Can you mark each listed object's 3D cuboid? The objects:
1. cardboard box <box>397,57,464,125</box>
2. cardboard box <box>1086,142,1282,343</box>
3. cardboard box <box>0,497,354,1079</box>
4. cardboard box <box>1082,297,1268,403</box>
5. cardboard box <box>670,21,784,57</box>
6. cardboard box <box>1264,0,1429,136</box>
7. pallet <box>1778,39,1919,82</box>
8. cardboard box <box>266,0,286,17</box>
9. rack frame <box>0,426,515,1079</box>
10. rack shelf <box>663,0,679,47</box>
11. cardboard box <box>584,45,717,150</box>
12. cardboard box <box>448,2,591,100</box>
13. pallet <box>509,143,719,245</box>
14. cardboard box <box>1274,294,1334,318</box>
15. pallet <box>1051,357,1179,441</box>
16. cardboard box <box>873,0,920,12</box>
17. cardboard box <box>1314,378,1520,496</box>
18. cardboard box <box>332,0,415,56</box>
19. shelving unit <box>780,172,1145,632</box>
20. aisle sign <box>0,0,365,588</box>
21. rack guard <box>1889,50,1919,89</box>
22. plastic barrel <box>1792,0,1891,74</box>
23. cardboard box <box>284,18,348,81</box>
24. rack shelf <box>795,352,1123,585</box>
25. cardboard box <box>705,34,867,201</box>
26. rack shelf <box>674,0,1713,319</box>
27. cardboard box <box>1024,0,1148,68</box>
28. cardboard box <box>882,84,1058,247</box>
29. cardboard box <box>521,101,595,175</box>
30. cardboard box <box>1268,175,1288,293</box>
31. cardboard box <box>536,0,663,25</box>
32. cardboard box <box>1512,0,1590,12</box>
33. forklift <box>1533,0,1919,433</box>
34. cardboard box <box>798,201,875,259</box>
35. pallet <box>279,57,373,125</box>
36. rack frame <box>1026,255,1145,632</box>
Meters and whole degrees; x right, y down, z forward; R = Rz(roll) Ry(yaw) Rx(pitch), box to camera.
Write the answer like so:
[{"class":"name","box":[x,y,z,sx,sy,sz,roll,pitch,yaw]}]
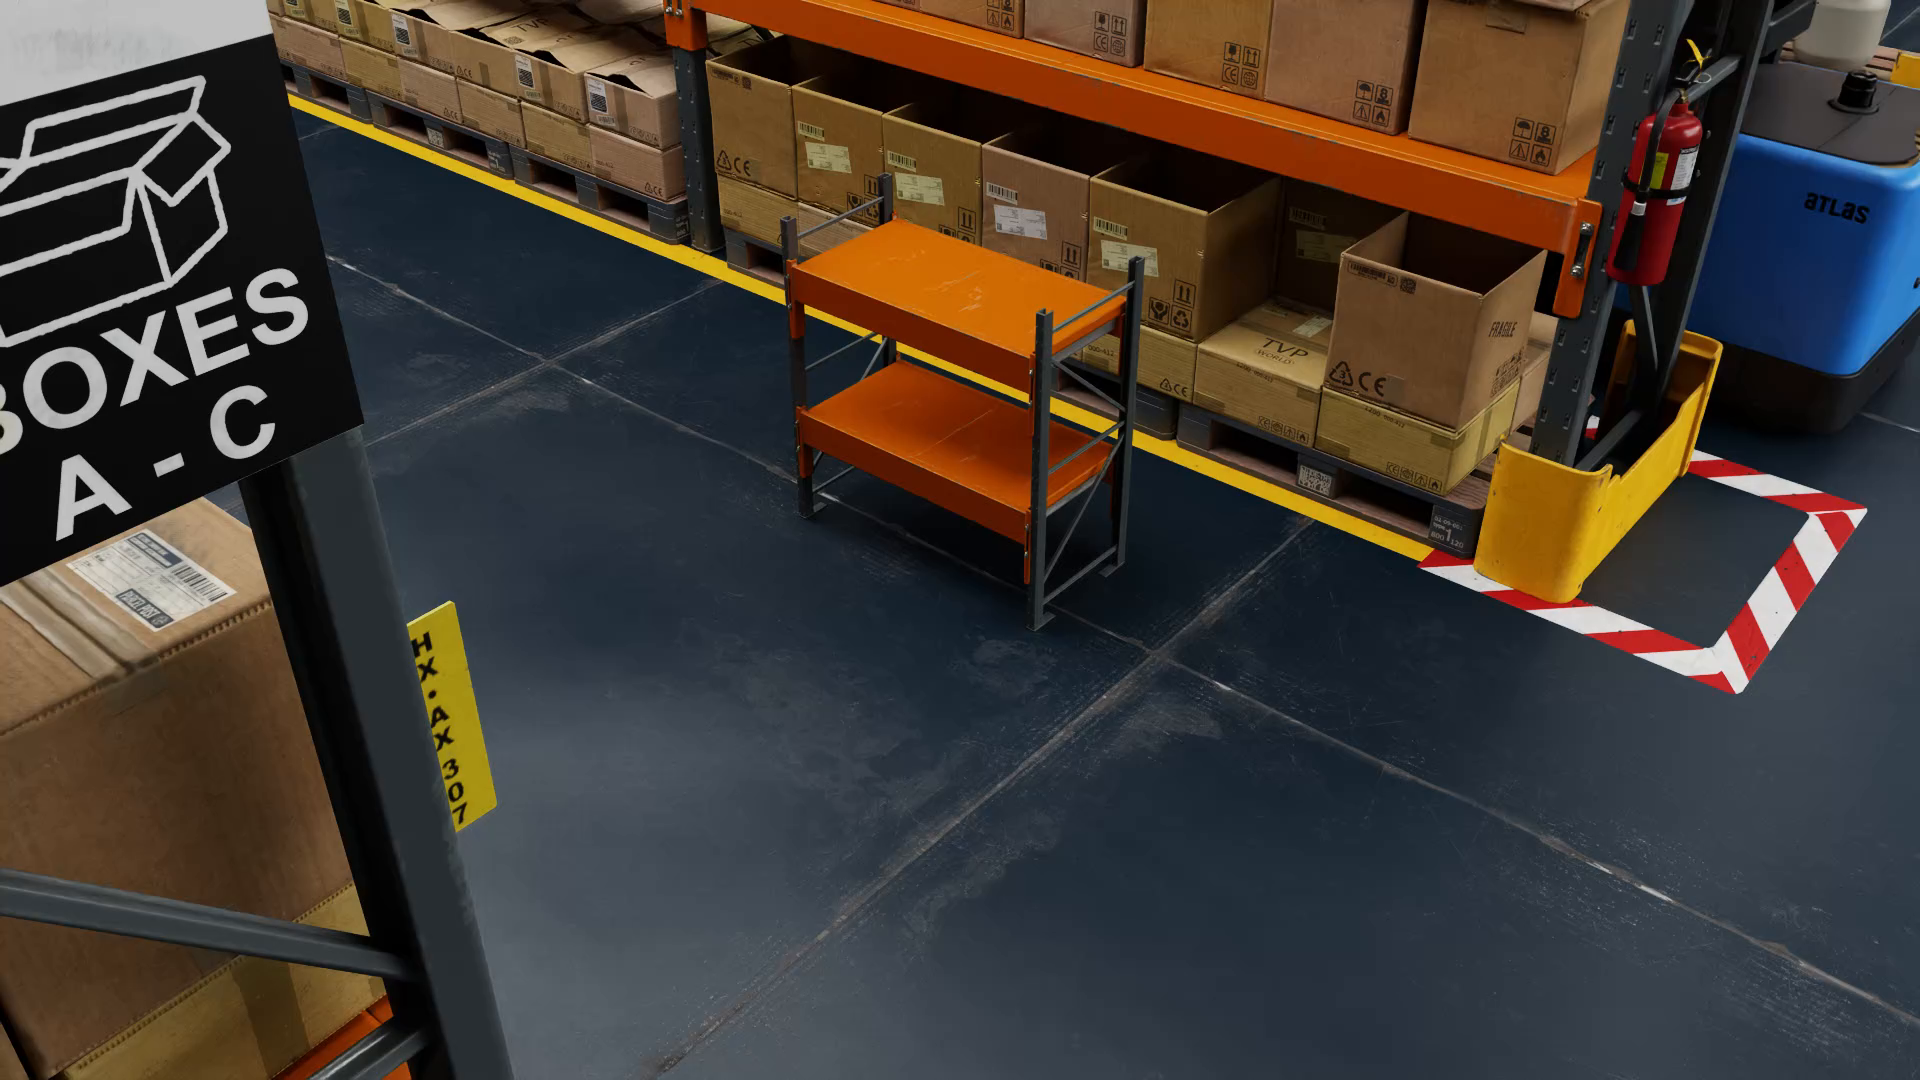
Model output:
[{"class":"cardboard box","box":[-2.555,-2.404,8.658,0.500,0.250,0.500,26,42,33]},{"class":"cardboard box","box":[0.814,-1.106,6.107,0.500,0.500,0.500,25,42,32]},{"class":"cardboard box","box":[-1.147,0.260,2.174,0.500,0.500,0.500,25,42,32]},{"class":"cardboard box","box":[0.816,-0.799,6.321,0.500,0.250,0.500,25,42,32]},{"class":"cardboard box","box":[-1.038,-2.315,8.034,0.500,0.311,0.500,25,42,32]},{"class":"cardboard box","box":[1.437,-1.741,5.547,0.500,0.500,0.700,26,42,33]},{"class":"pallet","box":[4.657,-2.645,9.415,1.213,0.211,1.003,25,42,32]},{"class":"cardboard box","box":[-3.739,-3.188,9.305,0.500,0.311,0.500,27,43,33]},{"class":"rack frame","box":[-0.970,0.818,1.909,0.053,2.616,0.949,25,42,32]},{"class":"rack shelf","box":[-2.417,-3.214,8.416,4.000,0.370,1.077,25,42,32]},{"class":"cardboard box","box":[-1.375,-2.079,7.690,0.500,0.311,0.500,25,42,32]},{"class":"cardboard box","box":[-2.160,-2.446,8.225,0.500,0.311,0.500,25,42,32]},{"class":"pallet","box":[-1.471,-1.886,8.310,1.213,0.211,1.003,25,42,32]},{"class":"cardboard box","box":[1.538,-0.847,6.392,0.500,0.250,0.500,25,42,32]},{"class":"pallet","box":[0.646,-0.888,6.857,1.213,0.211,1.003,25,42,32]},{"class":"cardboard box","box":[-0.125,-2.481,6.625,0.500,0.500,0.700,25,42,31]},{"class":"cardboard box","box":[1.593,-0.442,5.803,0.500,0.250,0.500,25,42,32]},{"class":"cardboard box","box":[-2.940,-2.816,8.763,0.500,0.311,0.500,24,41,31]},{"class":"shelving unit","box":[-0.005,-0.466,5.435,1.048,1.125,0.538,25,42,32]},{"class":"aisle sign","box":[-0.725,-0.357,1.323,0.004,0.787,0.394,25,42,32]},{"class":"rack guard","box":[5.278,-2.467,8.901,0.348,0.500,1.175,25,42,32]},{"class":"plastic barrel","box":[4.812,-2.843,9.067,0.421,0.512,0.421,0,34,0]},{"class":"cardboard box","box":[-3.353,-2.775,9.199,0.500,0.250,0.500,24,41,31]},{"class":"rack shelf","box":[-0.005,-0.265,5.574,1.000,0.278,0.538,25,42,32]},{"class":"cardboard box","box":[-0.724,-1.831,7.161,0.500,0.500,0.500,25,42,32]},{"class":"rack shelf","box":[0.657,-1.765,6.306,4.000,0.370,1.077,25,42,32]},{"class":"cardboard box","box":[0.652,-2.113,6.088,0.500,0.500,0.700,27,43,33]},{"class":"cardboard box","box":[0.045,-1.468,6.634,0.500,0.500,0.500,25,42,32]},{"class":"cardboard box","box":[-1.772,-2.034,8.120,0.500,0.250,0.500,25,41,31]},{"class":"cardboard box","box":[1.146,-1.333,6.436,0.500,0.500,0.500,25,42,32]},{"class":"cardboard box","box":[-1.818,-2.685,8.573,0.500,0.311,0.500,24,41,30]},{"class":"cardboard box","box":[1.779,-1.701,4.916,0.250,0.149,0.380,24,41,31]},{"class":"forklift","box":[2.458,-2.315,6.532,3.031,2.935,1.130,27,43,34]},{"class":"cardboard box","box":[-0.337,-1.342,7.113,0.500,0.250,0.500,25,42,32]},{"class":"pallet","box":[-3.346,-2.770,9.597,1.213,0.211,1.003,25,42,32]},{"class":"rack frame","box":[0.385,-0.282,5.167,0.032,1.125,0.500,25,42,32]}]
